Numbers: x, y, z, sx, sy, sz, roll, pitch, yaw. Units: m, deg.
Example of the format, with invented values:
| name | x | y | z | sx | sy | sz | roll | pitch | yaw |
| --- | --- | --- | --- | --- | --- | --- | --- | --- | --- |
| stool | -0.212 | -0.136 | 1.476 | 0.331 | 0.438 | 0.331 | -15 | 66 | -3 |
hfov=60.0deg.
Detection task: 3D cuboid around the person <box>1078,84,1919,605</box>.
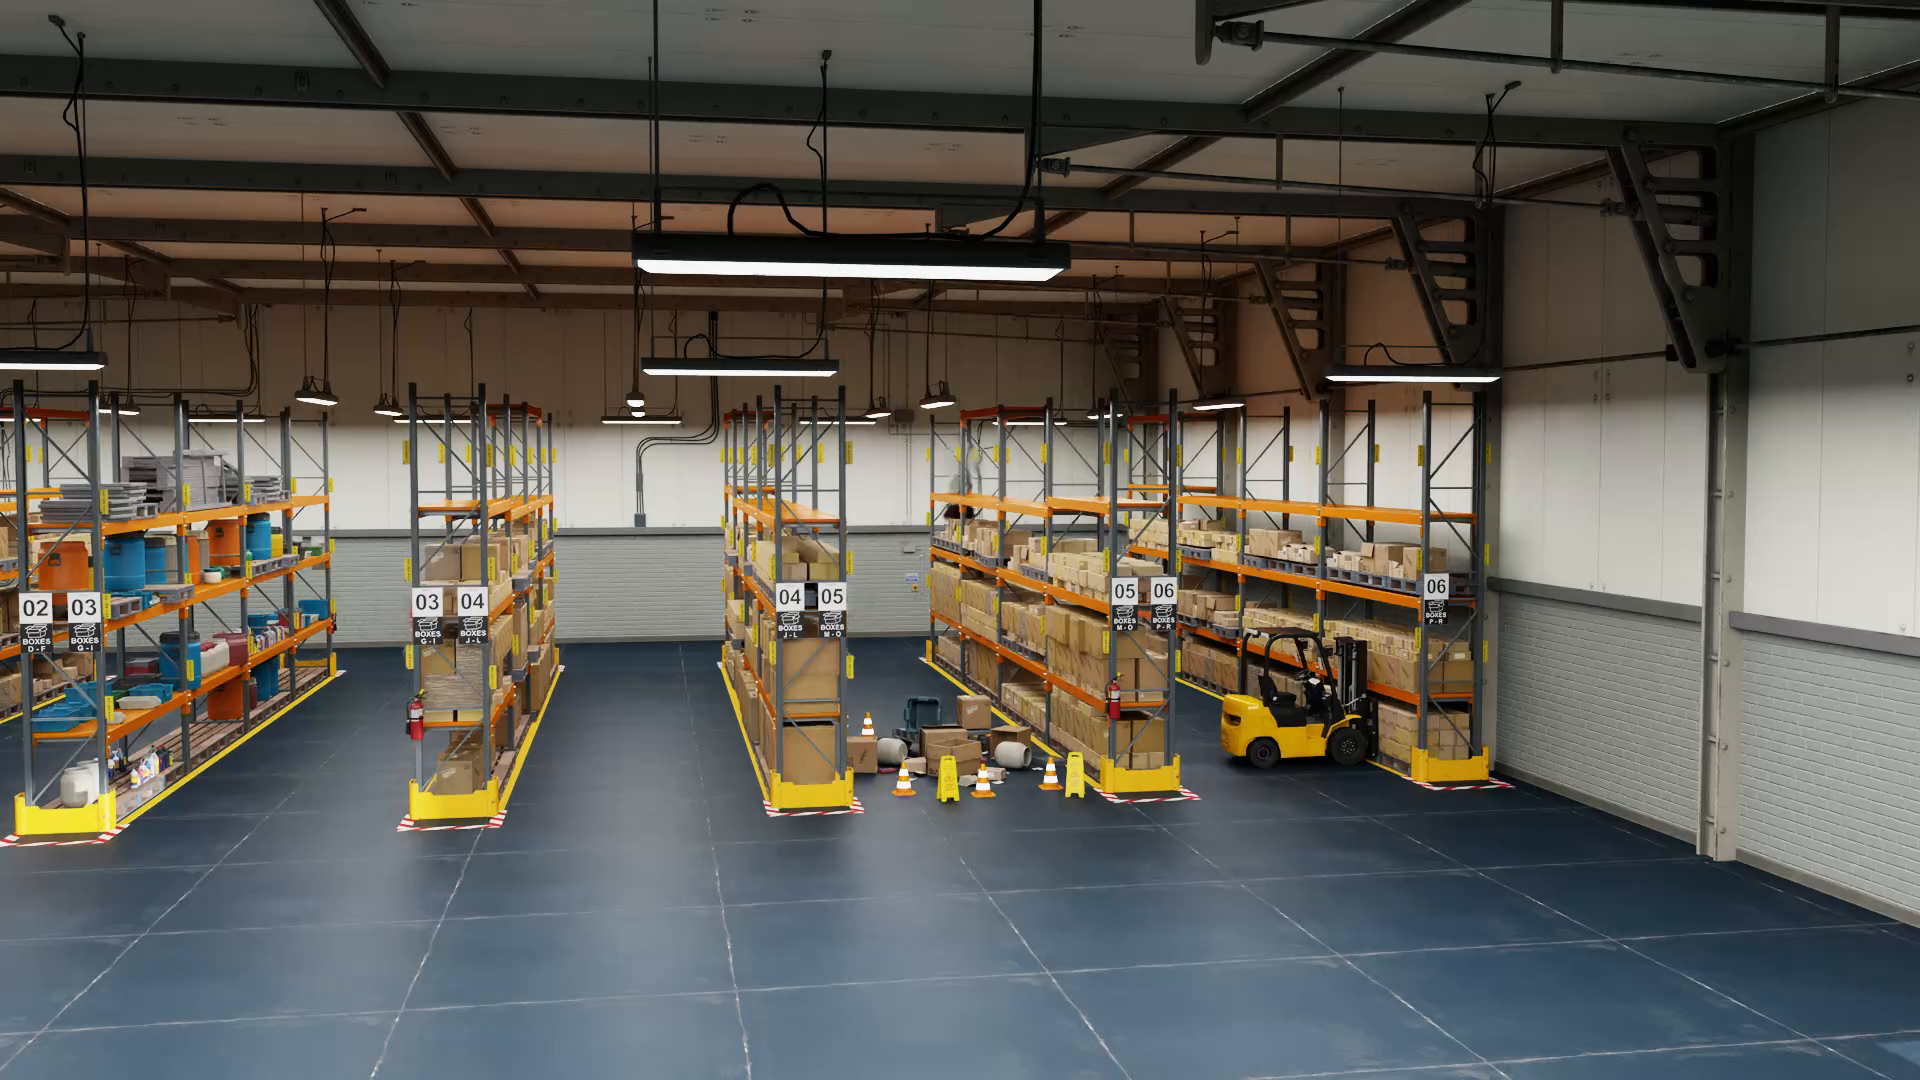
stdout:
| name | x | y | z | sx | sy | sz | roll | pitch | yaw |
| --- | --- | --- | --- | --- | --- | --- | --- | --- | --- |
| person | 6.717 | -0.814 | 25.882 | 2.602 | 8.986 | 23.757 | -1 | 3 | -16 |
